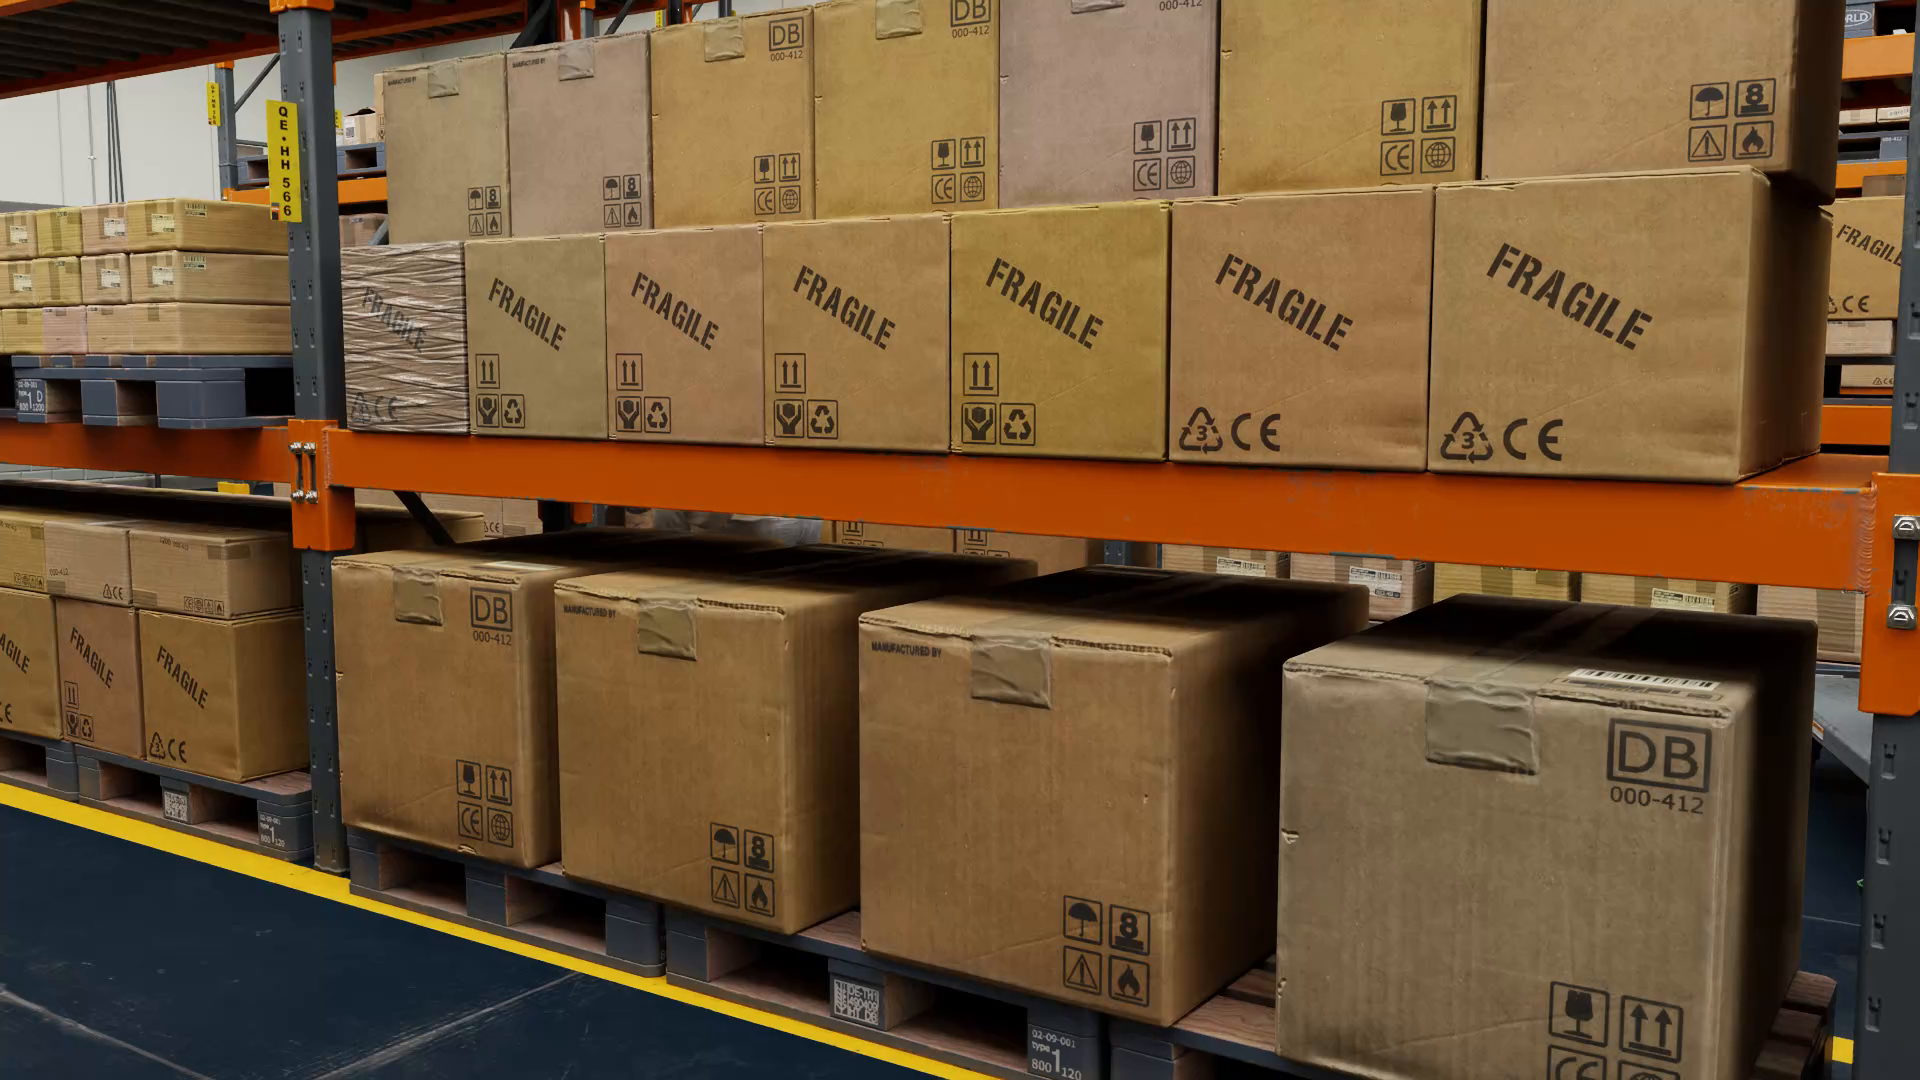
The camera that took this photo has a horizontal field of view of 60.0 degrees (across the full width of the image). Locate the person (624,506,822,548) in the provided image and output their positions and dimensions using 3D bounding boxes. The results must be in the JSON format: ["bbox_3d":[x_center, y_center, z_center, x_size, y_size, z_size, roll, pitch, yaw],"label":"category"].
[{"bbox_3d":[-1.043,0.172,7.070,1.008,1.123,0.466,4,7,32],"label":"person"}]
